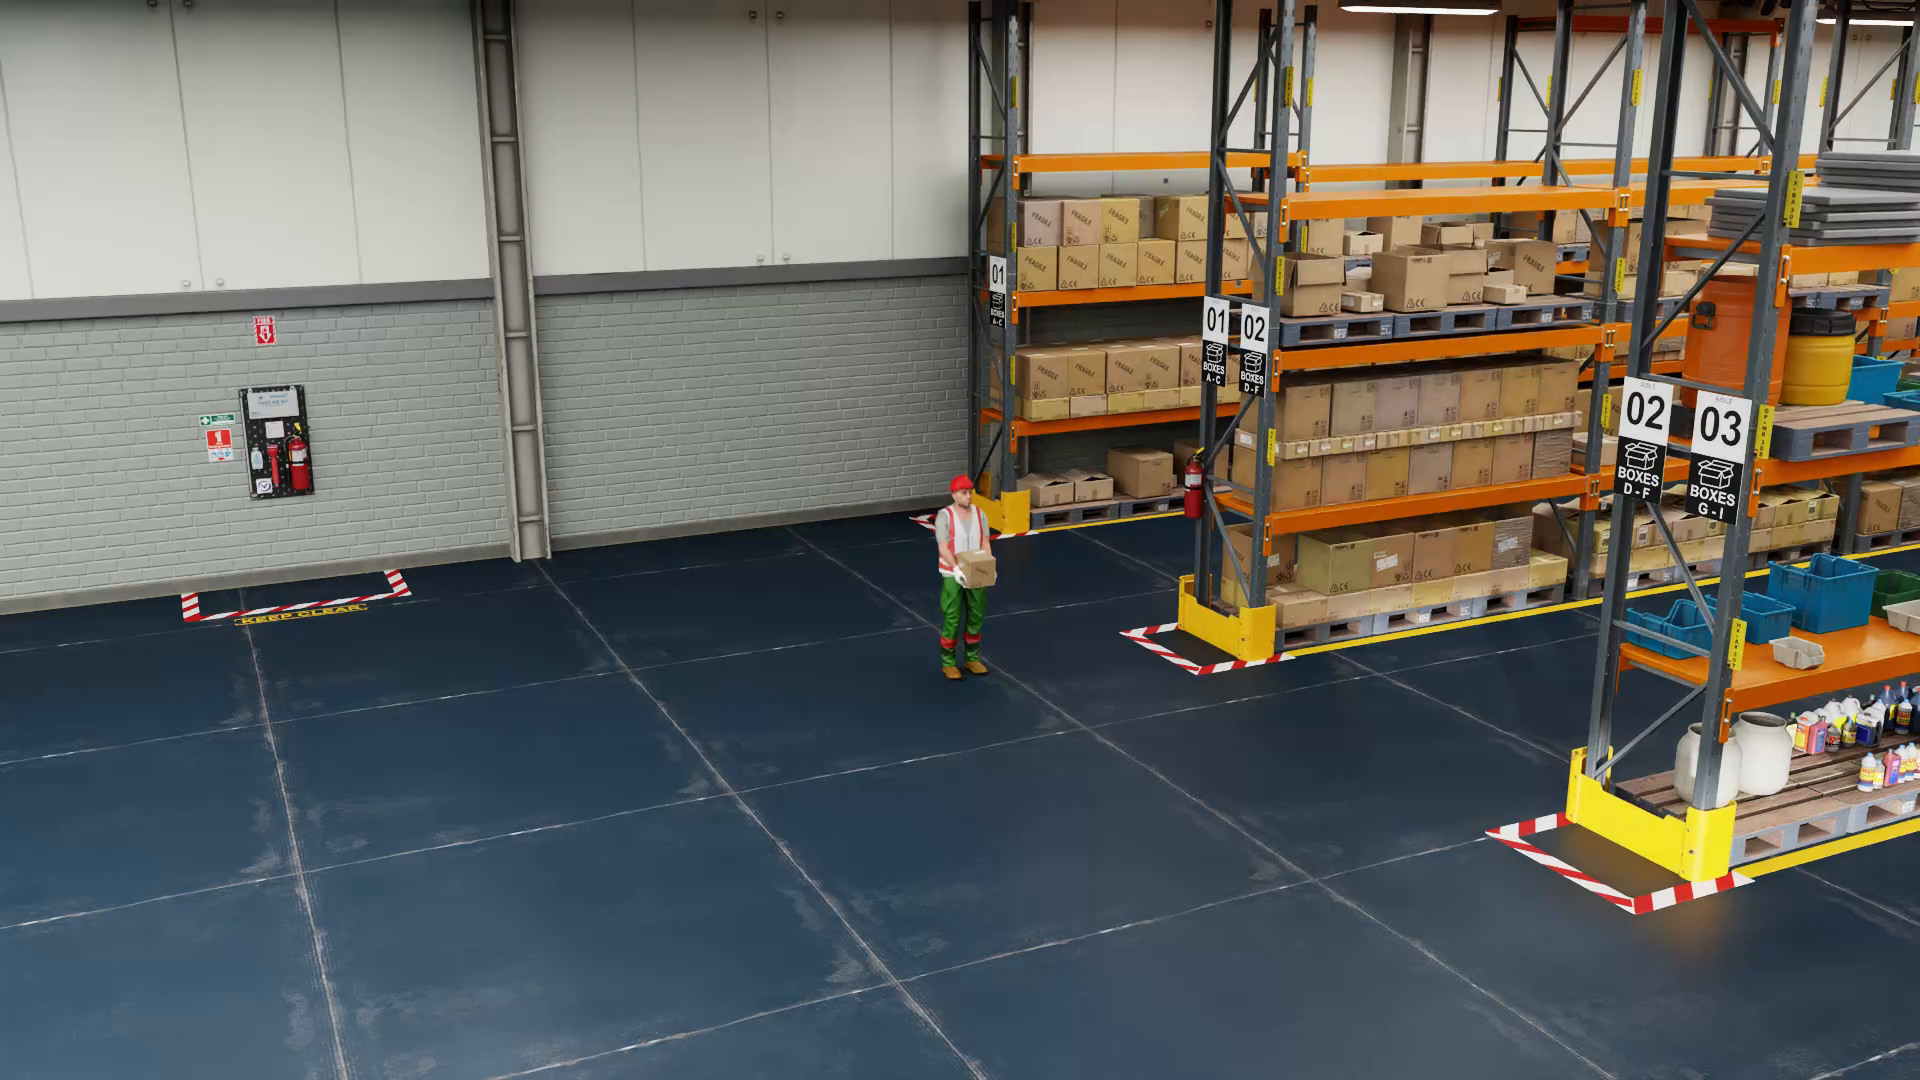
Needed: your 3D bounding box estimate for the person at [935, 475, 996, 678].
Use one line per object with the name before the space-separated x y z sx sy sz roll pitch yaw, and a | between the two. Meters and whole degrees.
person | 0.063 0.327 14.582 0.524 1.794 0.529 -7 17 -25
